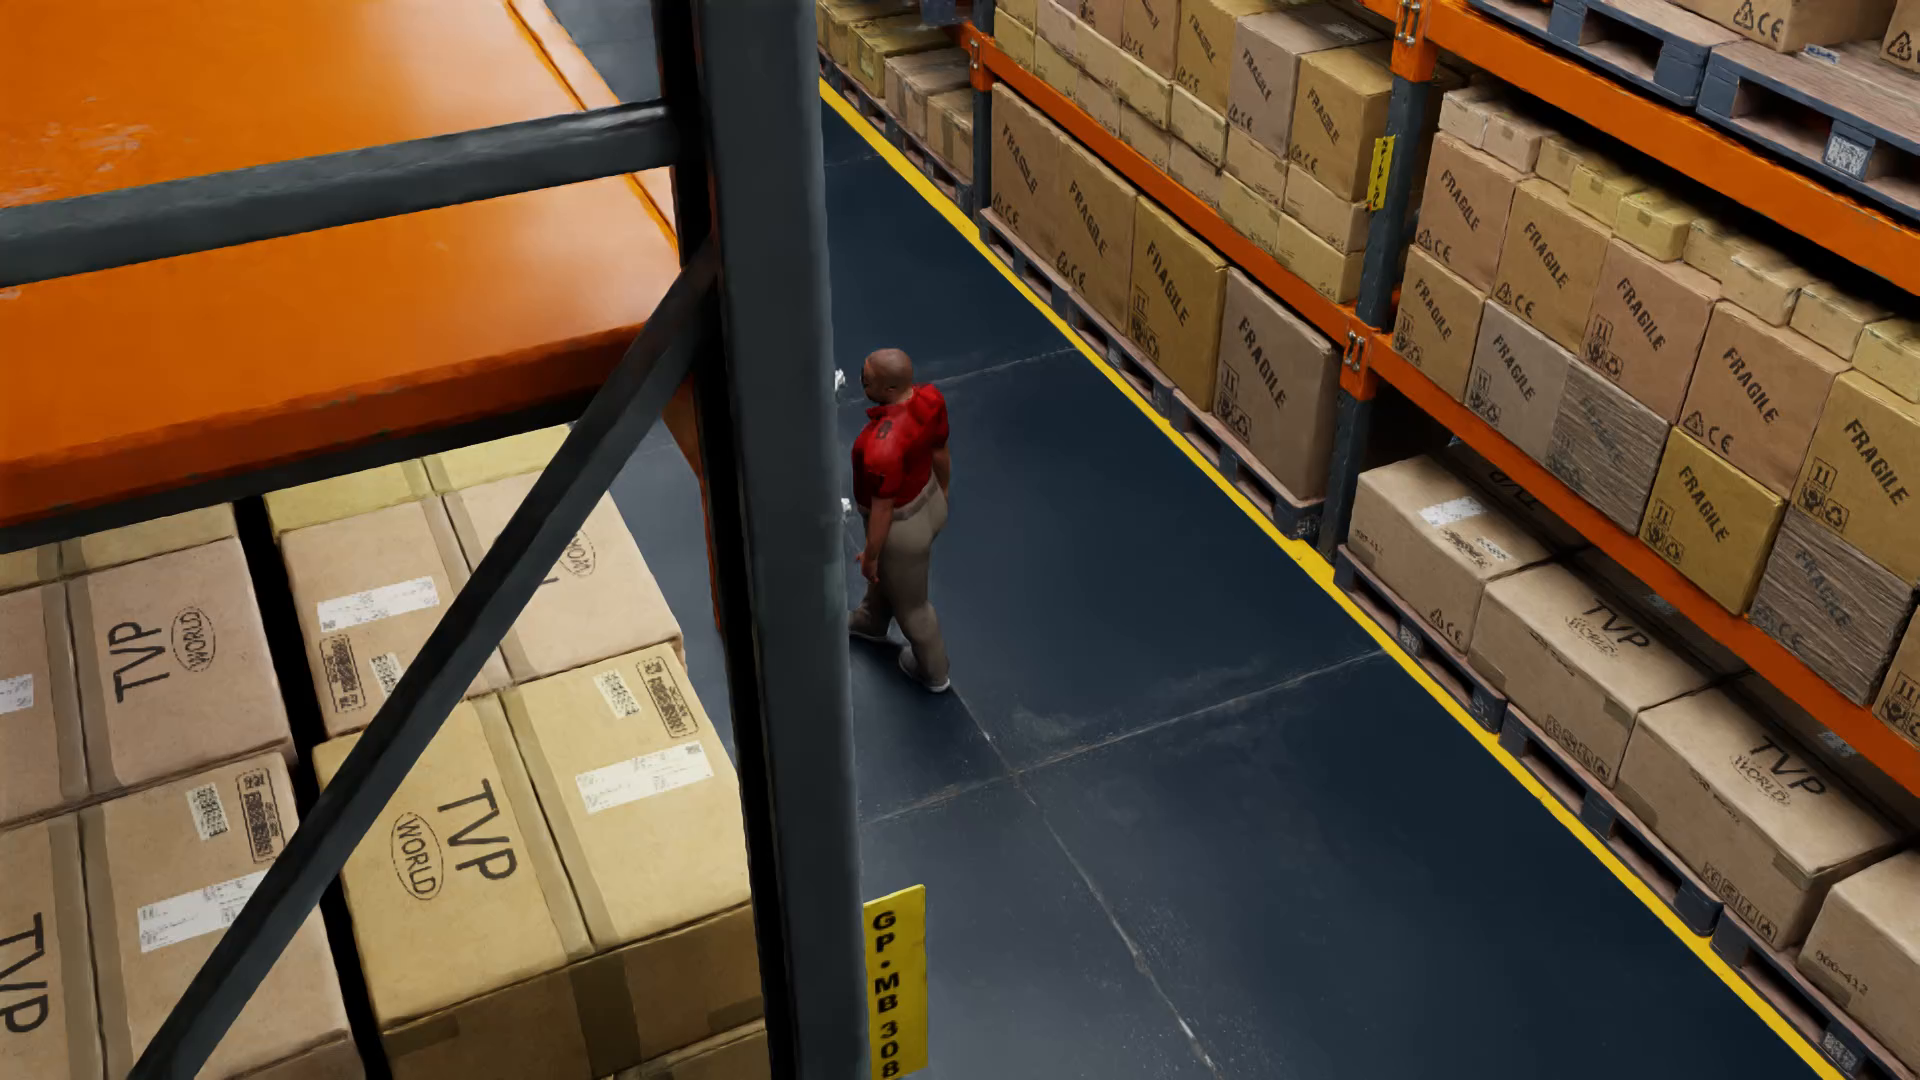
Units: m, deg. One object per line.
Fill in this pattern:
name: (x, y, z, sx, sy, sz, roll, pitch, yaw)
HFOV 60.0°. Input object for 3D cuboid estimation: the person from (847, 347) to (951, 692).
person: (-0.371, -0.115, 7.020, 0.710, 1.721, 0.582, 15, 40, 19)
